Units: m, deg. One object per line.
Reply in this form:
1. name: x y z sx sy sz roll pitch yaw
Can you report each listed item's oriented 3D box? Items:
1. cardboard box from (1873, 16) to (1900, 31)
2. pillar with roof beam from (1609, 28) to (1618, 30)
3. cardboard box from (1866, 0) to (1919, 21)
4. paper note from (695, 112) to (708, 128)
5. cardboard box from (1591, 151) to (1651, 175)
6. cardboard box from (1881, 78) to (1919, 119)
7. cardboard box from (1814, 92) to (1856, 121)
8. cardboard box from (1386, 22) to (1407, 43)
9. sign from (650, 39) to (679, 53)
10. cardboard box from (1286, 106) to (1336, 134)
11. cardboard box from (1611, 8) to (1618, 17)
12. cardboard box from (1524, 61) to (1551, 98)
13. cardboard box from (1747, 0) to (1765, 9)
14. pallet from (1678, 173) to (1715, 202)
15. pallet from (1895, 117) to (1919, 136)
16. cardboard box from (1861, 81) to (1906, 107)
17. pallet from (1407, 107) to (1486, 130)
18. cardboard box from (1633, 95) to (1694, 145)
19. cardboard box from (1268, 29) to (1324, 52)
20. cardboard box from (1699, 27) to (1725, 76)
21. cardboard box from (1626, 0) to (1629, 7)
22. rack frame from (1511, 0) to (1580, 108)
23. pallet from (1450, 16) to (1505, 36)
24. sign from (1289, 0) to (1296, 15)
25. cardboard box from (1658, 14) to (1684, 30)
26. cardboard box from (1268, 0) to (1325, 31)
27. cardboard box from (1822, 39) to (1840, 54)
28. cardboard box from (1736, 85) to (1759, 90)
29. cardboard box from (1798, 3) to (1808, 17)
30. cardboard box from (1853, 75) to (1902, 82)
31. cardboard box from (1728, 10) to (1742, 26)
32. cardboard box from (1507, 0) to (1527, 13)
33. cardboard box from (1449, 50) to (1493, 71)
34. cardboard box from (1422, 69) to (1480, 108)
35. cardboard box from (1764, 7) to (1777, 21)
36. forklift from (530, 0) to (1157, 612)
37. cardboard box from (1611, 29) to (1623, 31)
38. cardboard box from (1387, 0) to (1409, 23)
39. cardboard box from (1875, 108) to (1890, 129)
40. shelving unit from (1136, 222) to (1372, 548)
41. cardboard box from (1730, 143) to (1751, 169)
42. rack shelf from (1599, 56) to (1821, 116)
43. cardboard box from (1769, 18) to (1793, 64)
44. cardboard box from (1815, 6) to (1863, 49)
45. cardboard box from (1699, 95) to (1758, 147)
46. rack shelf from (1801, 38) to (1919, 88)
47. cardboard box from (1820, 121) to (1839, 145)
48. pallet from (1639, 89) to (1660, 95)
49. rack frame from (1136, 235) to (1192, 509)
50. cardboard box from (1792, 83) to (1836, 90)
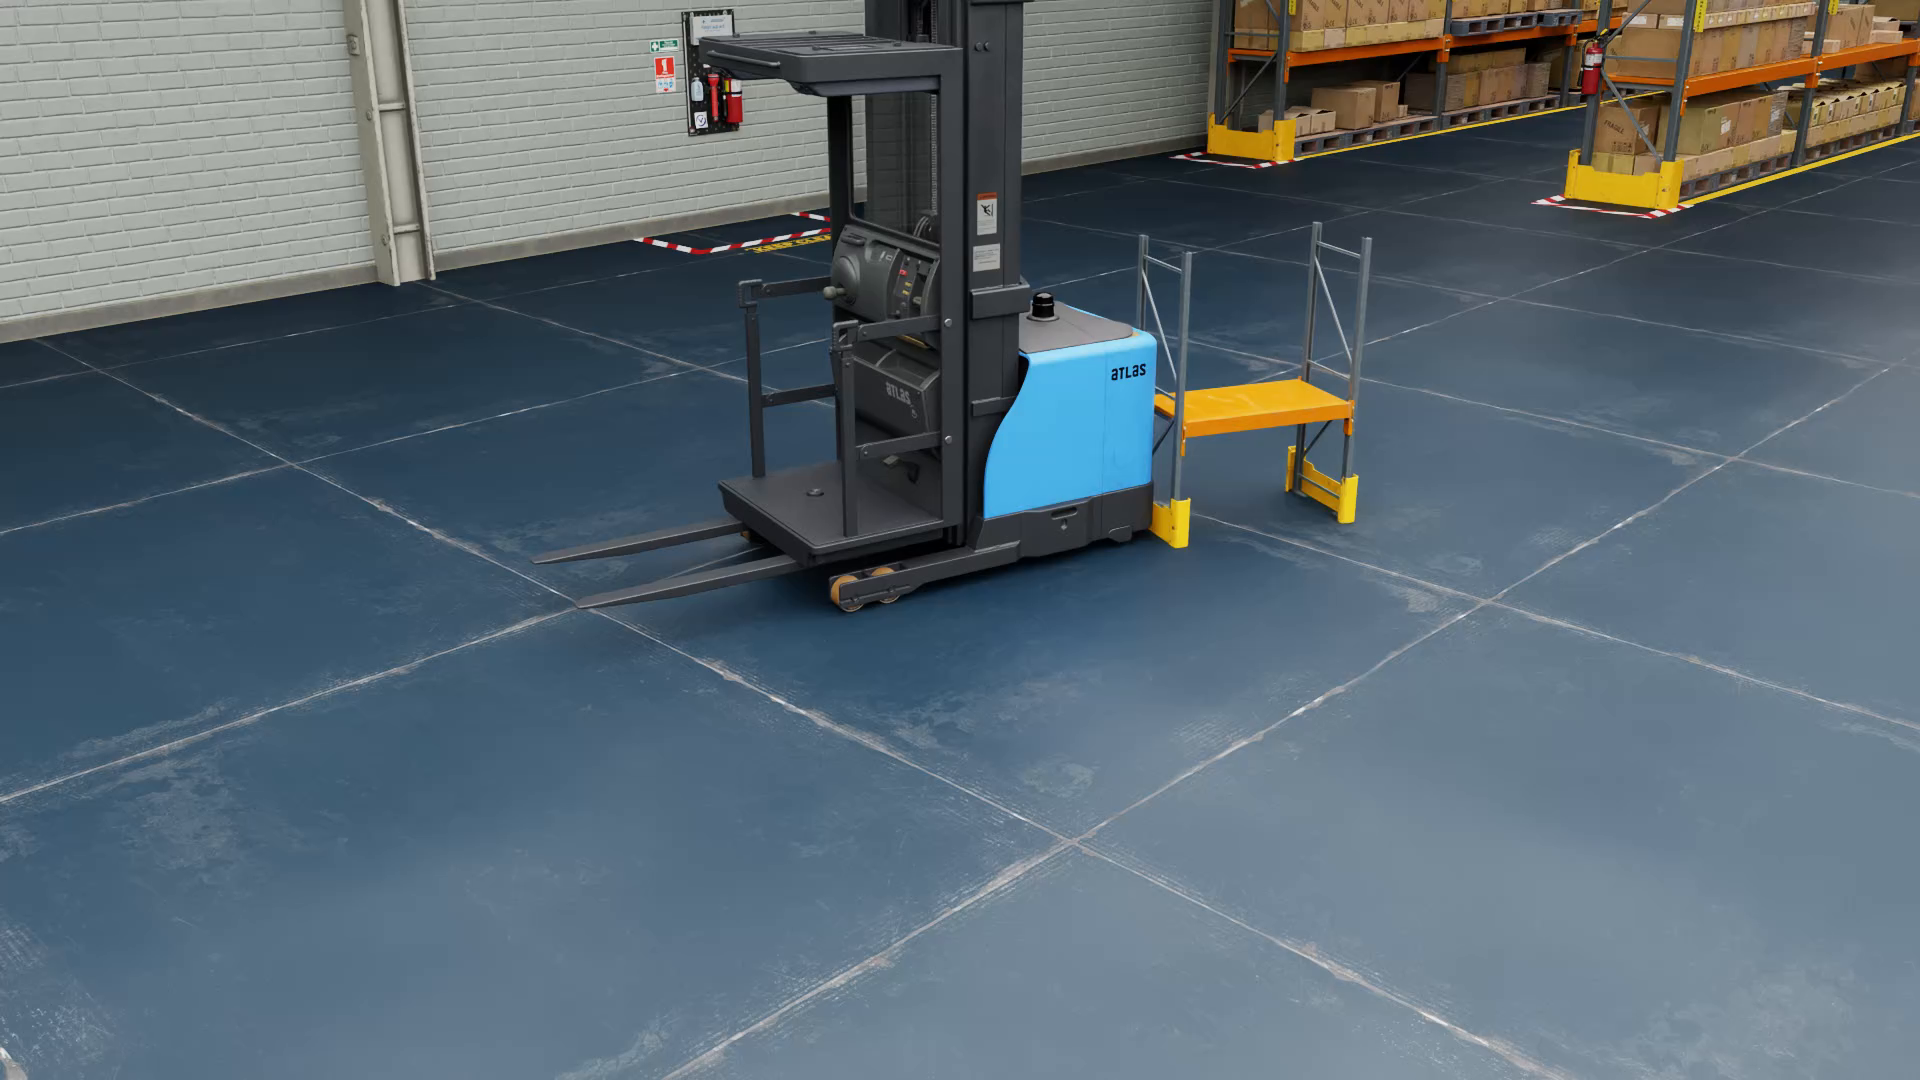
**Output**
1. cardboard box: 12.539 -7.044 22.844 0.500 0.311 0.500 -18 27 -39
2. pillar with roof beam: 15.016 -11.554 26.093 9.100 9.000 0.400 19 28 41
3. cardboard box: 13.183 -7.601 23.444 0.700 0.500 0.500 9 23 23
4. paper note: -2.550 -4.139 16.391 0.016 0.148 0.142 19 28 41
5. cardboard box: 7.406 -4.236 18.661 0.500 0.250 0.500 19 28 41
6. cardboard box: 13.347 -6.252 23.530 0.500 0.500 0.500 -19 28 -40
7. cardboard box: 11.214 -5.619 21.477 0.500 0.311 0.500 18 27 39
8. cardboard box: 5.676 -6.861 22.425 0.500 0.250 0.500 19 28 40
9. sign: -2.827 -4.725 15.899 0.001 0.109 0.331 19 28 41
10. cardboard box: 4.637 -5.602 22.104 0.500 0.311 0.500 -17 27 -38
11. cardboard box: 10.546 -8.663 27.255 0.250 0.149 0.380 -20 28 -41
12. cardboard box: 8.808 -7.247 26.120 0.500 0.500 0.700 -20 29 -41
13. cardboard box: 8.679 -6.289 18.809 0.700 0.500 0.500 19 28 41
14. pallet: 7.747 -4.017 18.731 1.003 0.211 1.213 19 28 41
15. pallet: 13.372 -6.049 24.017 1.003 0.211 1.213 19 28 41
16. cardboard box: 12.635 -6.146 22.849 0.500 0.311 0.500 -19 28 -41
17. pallet: 7.024 -6.277 24.612 1.003 0.211 1.213 19 28 41
18. cardboard box: 8.091 -4.847 19.206 0.500 0.500 0.500 19 28 41
19. cardboard box: 4.260 -6.336 21.058 0.500 0.250 0.500 18 28 39
20. cardboard box: 7.941 -5.411 18.332 0.500 0.500 0.700 -19 28 -41
21. cardboard box: 10.871 -9.058 27.378 0.500 0.500 0.500 -19 28 -41
22. rack frame: 9.273 -8.407 26.266 1.000 3.000 0.127 19 28 41
23. pallet: 7.119 -7.449 24.041 1.003 0.211 1.213 19 28 41
24. sign: 4.081 -6.619 20.407 0.100 0.325 0.005 19 28 41
25. cardboard box: 7.672 -5.508 17.680 0.380 0.149 0.250 19 28 40
26. cardboard box: 4.240 -6.687 20.928 0.500 0.500 0.500 19 28 41
27. cardboard box: 10.799 -6.199 20.872 0.380 0.149 0.250 19 28 41
28. cardboard box: 9.486 -5.361 20.544 0.500 0.500 0.500 19 28 41
29. cardboard box: 9.824 -6.303 19.748 0.380 0.149 0.250 19 28 40
30. cardboard box: 13.309 -6.506 24.190 0.500 0.500 0.500 -19 28 -40
31. cardboard box: 8.391 -5.774 18.371 0.380 0.149 0.250 18 27 39
32. cardboard box: 8.099 -8.210 25.000 0.700 0.500 0.500 19 28 41
33. cardboard box: 7.649 -7.209 24.976 0.500 0.250 0.500 18 28 39
34. cardboard box: 7.308 -6.756 24.841 0.700 0.500 0.500 19 28 40
35. cardboard box: 9.111 -6.040 19.063 0.250 0.149 0.380 -19 28 -41
36. forklift: -0.533 -1.251 7.745 3.031 2.935 1.130 -12 24 -29
37. cardboard box: 11.703 -8.428 28.732 0.750 0.750 0.750 20 28 41
38. cardboard box: 5.671 -7.212 22.294 0.500 0.500 0.500 18 28 39
39. cardboard box: 12.275 -5.751 22.603 0.500 0.250 0.500 19 28 40
40. shelving unit: 1.492 -0.825 8.632 1.083 1.500 0.587 -8 22 -20
41. cardboard box: 8.825 -4.491 19.326 0.500 0.250 0.500 19 28 41
42. rack shelf: 8.639 -5.290 19.159 1.077 0.370 4.000 19 28 41
43. cardboard box: 9.366 -5.933 19.691 0.700 0.500 0.500 19 28 40
44. cardboard box: 11.298 -6.644 21.540 0.500 0.500 0.500 19 28 41
45. cardboard box: 8.825 -4.841 19.191 0.500 0.500 0.500 19 28 41
46. rack shelf: 11.429 -6.318 21.834 1.077 0.370 4.000 19 28 41
47. cardboard box: 10.850 -5.225 21.235 0.500 0.250 0.500 -19 28 -41
48. pallet: 11.579 -7.916 28.876 1.003 0.211 1.213 19 28 41
49. rack frame: 1.009 -0.759 8.458 0.032 1.500 0.500 -8 22 -20
50. cardboard box: 11.531 -6.013 22.504 0.500 0.311 0.500 18 28 39
